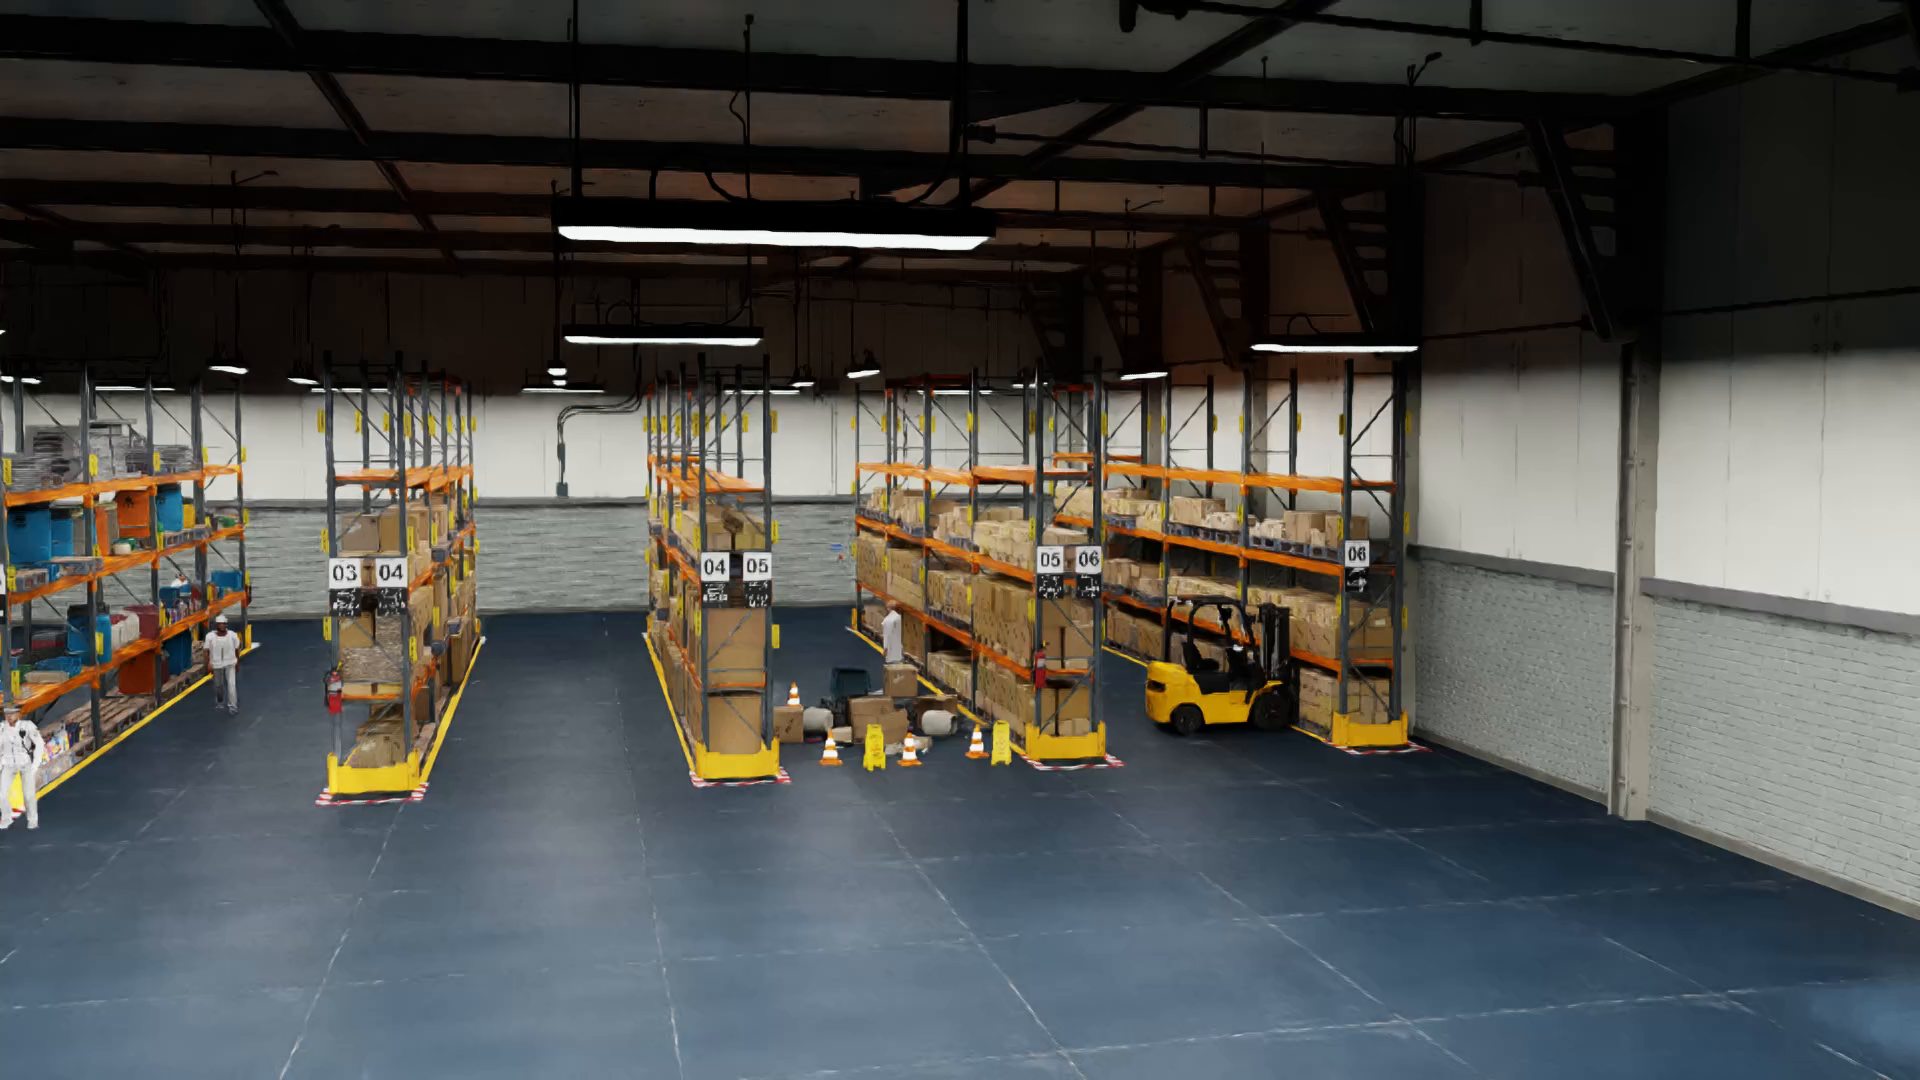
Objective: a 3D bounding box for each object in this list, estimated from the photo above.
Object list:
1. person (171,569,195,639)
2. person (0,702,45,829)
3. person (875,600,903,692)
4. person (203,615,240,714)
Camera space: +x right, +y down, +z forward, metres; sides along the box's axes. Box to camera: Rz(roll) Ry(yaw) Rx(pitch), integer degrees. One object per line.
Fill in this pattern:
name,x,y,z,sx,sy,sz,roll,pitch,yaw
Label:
person,-17.969,1.492,38.472,0.562,1.653,0.731,2,4,23
person,-11.633,2.768,20.506,0.639,1.632,0.506,-1,4,-14
person,-1.276,1.977,30.458,0.631,1.774,0.660,1,4,11
person,-12.759,2.141,28.752,0.571,1.708,1.035,-2,4,-22
